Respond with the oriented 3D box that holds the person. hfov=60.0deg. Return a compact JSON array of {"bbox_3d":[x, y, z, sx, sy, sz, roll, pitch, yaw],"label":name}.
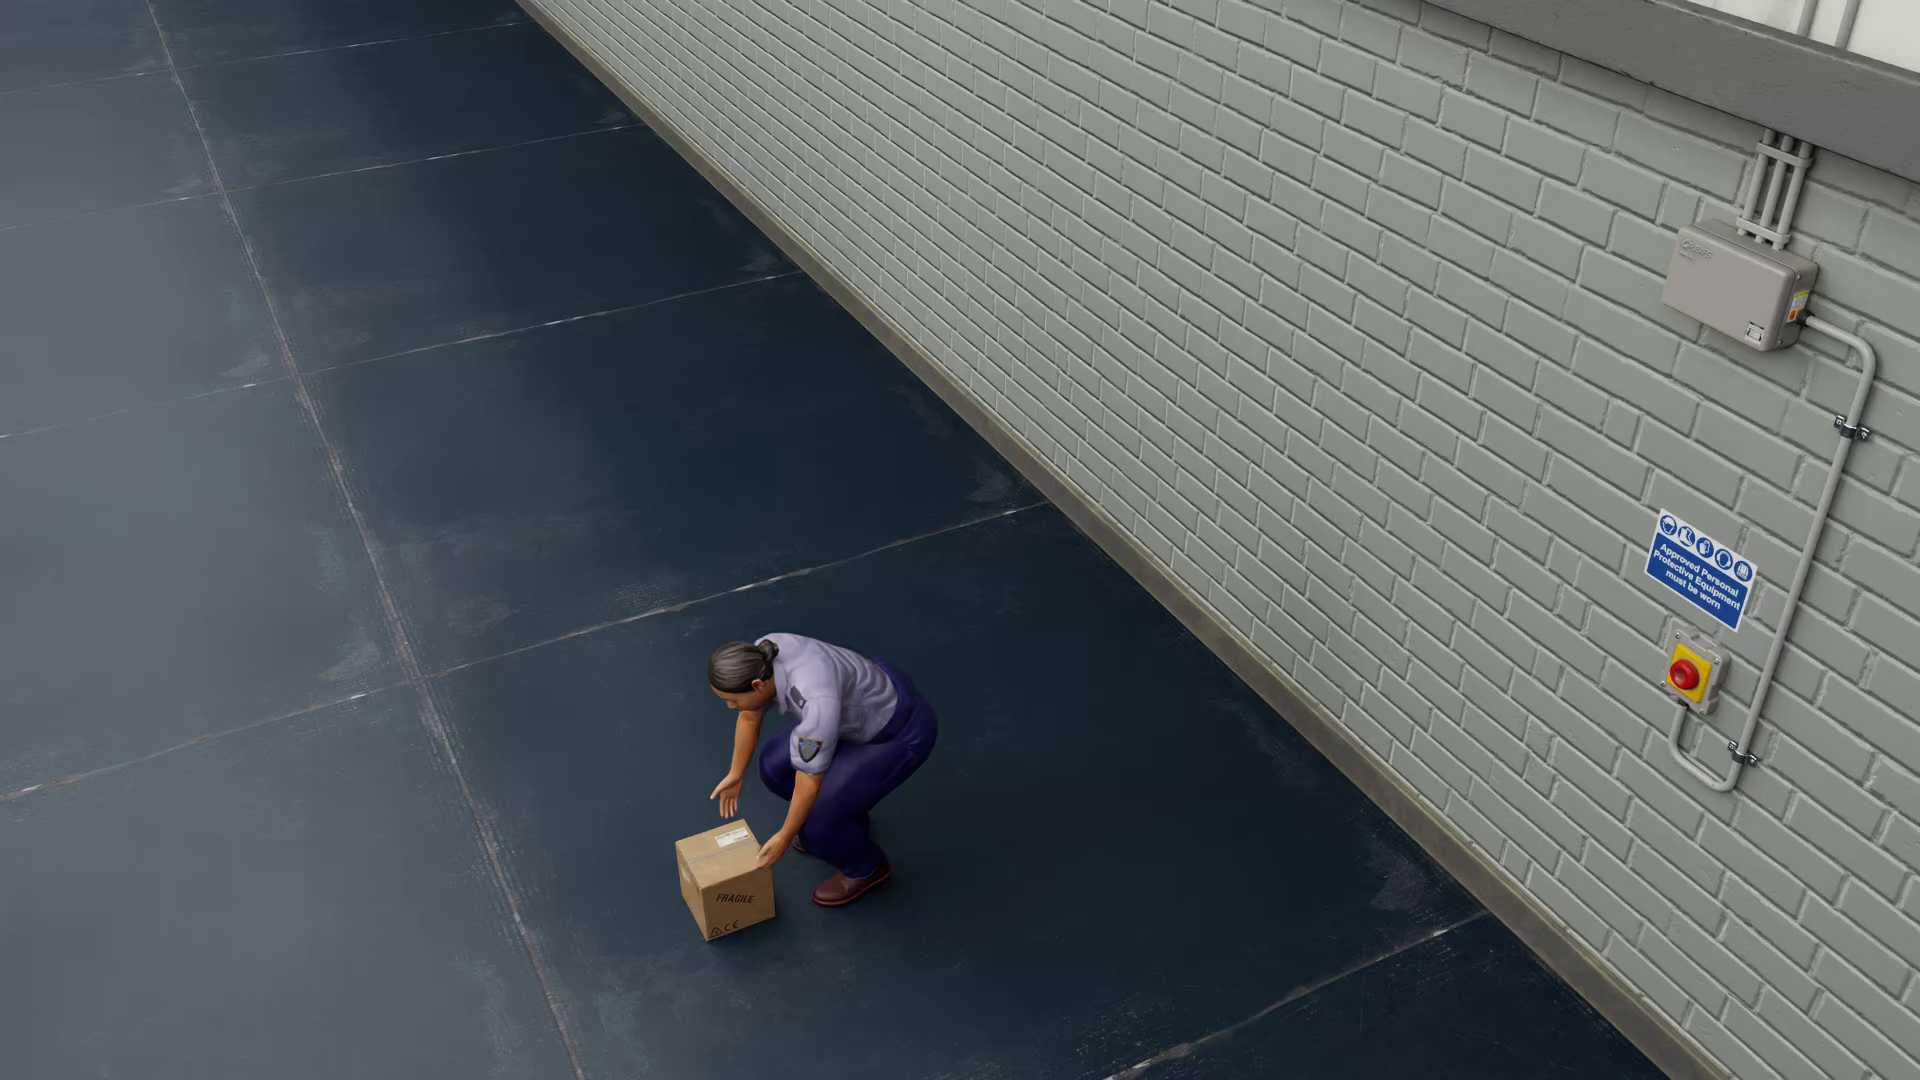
[{"bbox_3d":[-0.475,0.715,5.556,0.706,1.114,0.538,-16,37,-23],"label":"person"}]
